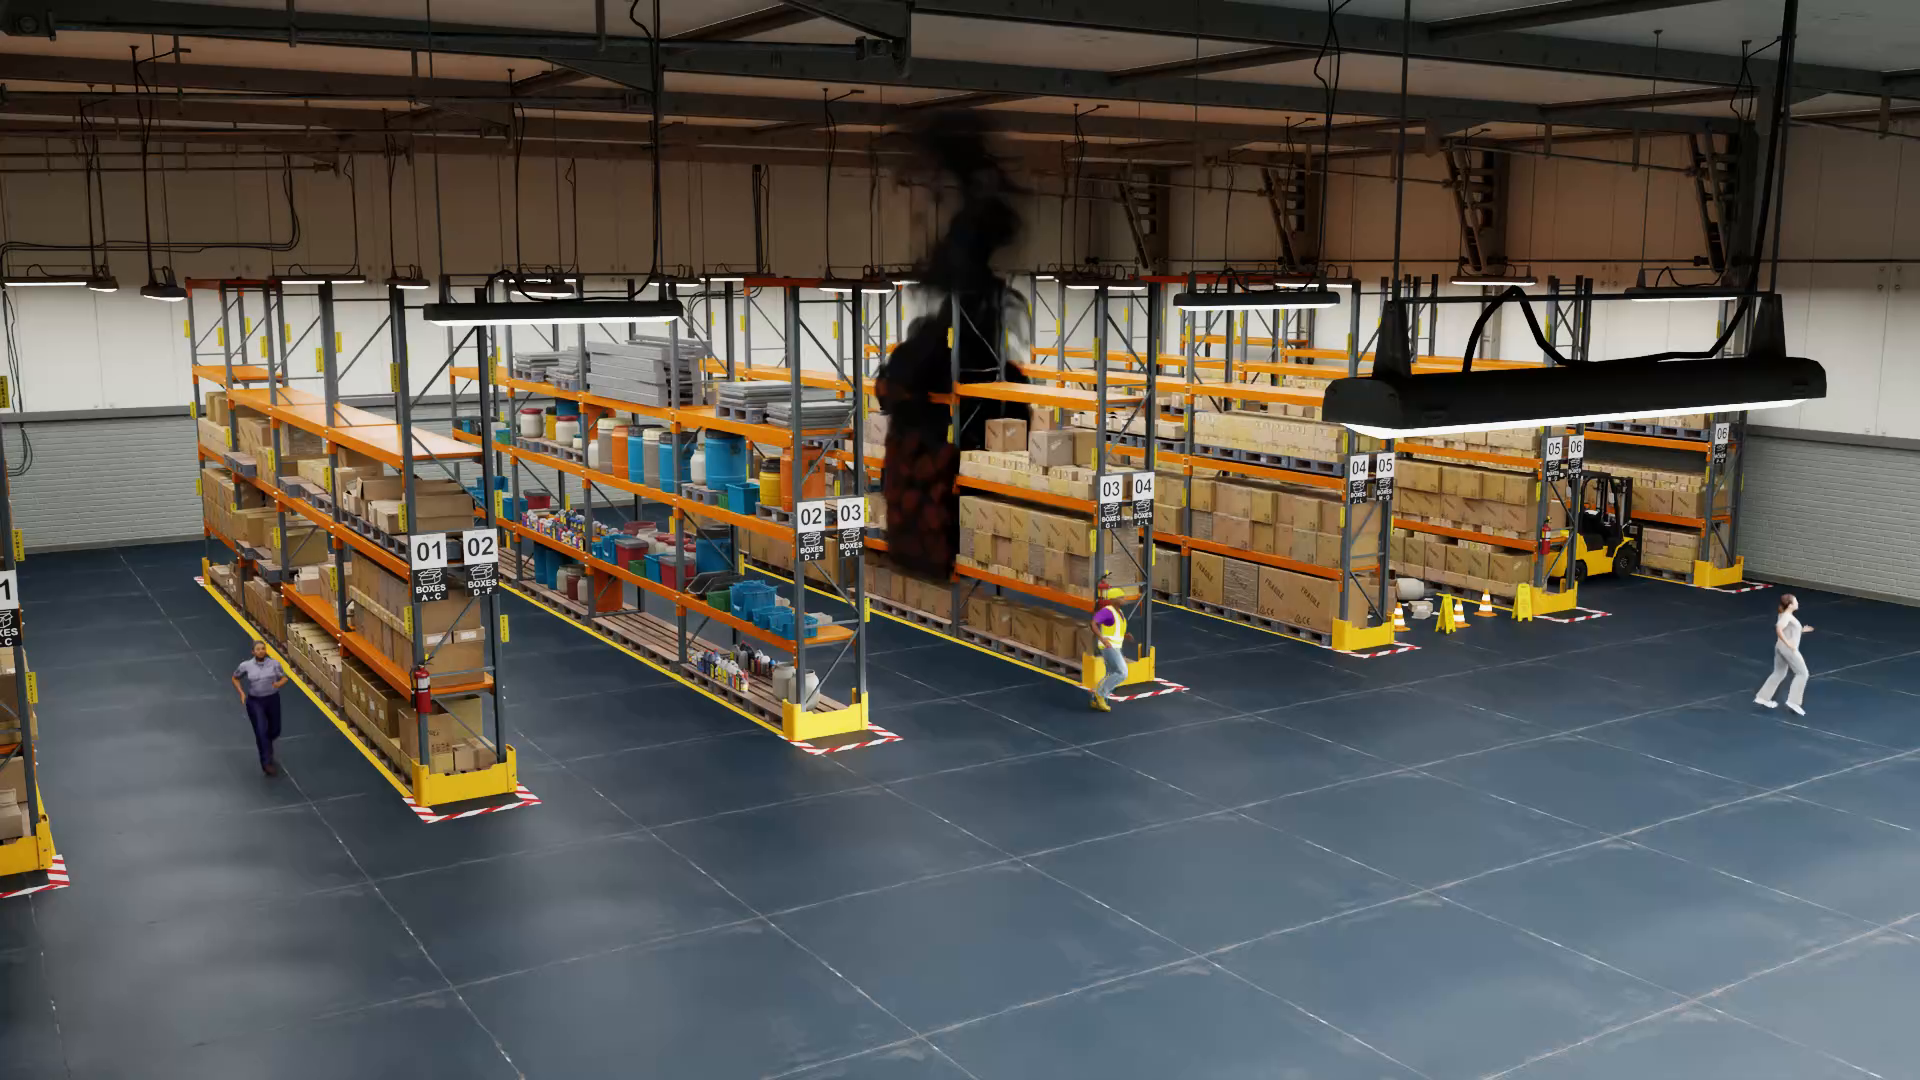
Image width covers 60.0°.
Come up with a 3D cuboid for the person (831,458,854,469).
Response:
[{"bbox_3d":[-3.016,-1.446,41.489,0.647,1.731,0.780,-7,12,-35],"label":"person"}]

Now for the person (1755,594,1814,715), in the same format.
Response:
[{"bbox_3d":[11.638,1.607,23.429,0.712,1.723,0.546,1,10,7],"label":"person"}]

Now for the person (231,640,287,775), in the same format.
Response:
[{"bbox_3d":[-8.738,2.051,20.842,0.615,1.624,0.918,-7,12,-37],"label":"person"}]

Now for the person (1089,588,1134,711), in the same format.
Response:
[{"bbox_3d":[2.180,1.544,23.672,0.588,1.718,0.721,3,10,18],"label":"person"}]
